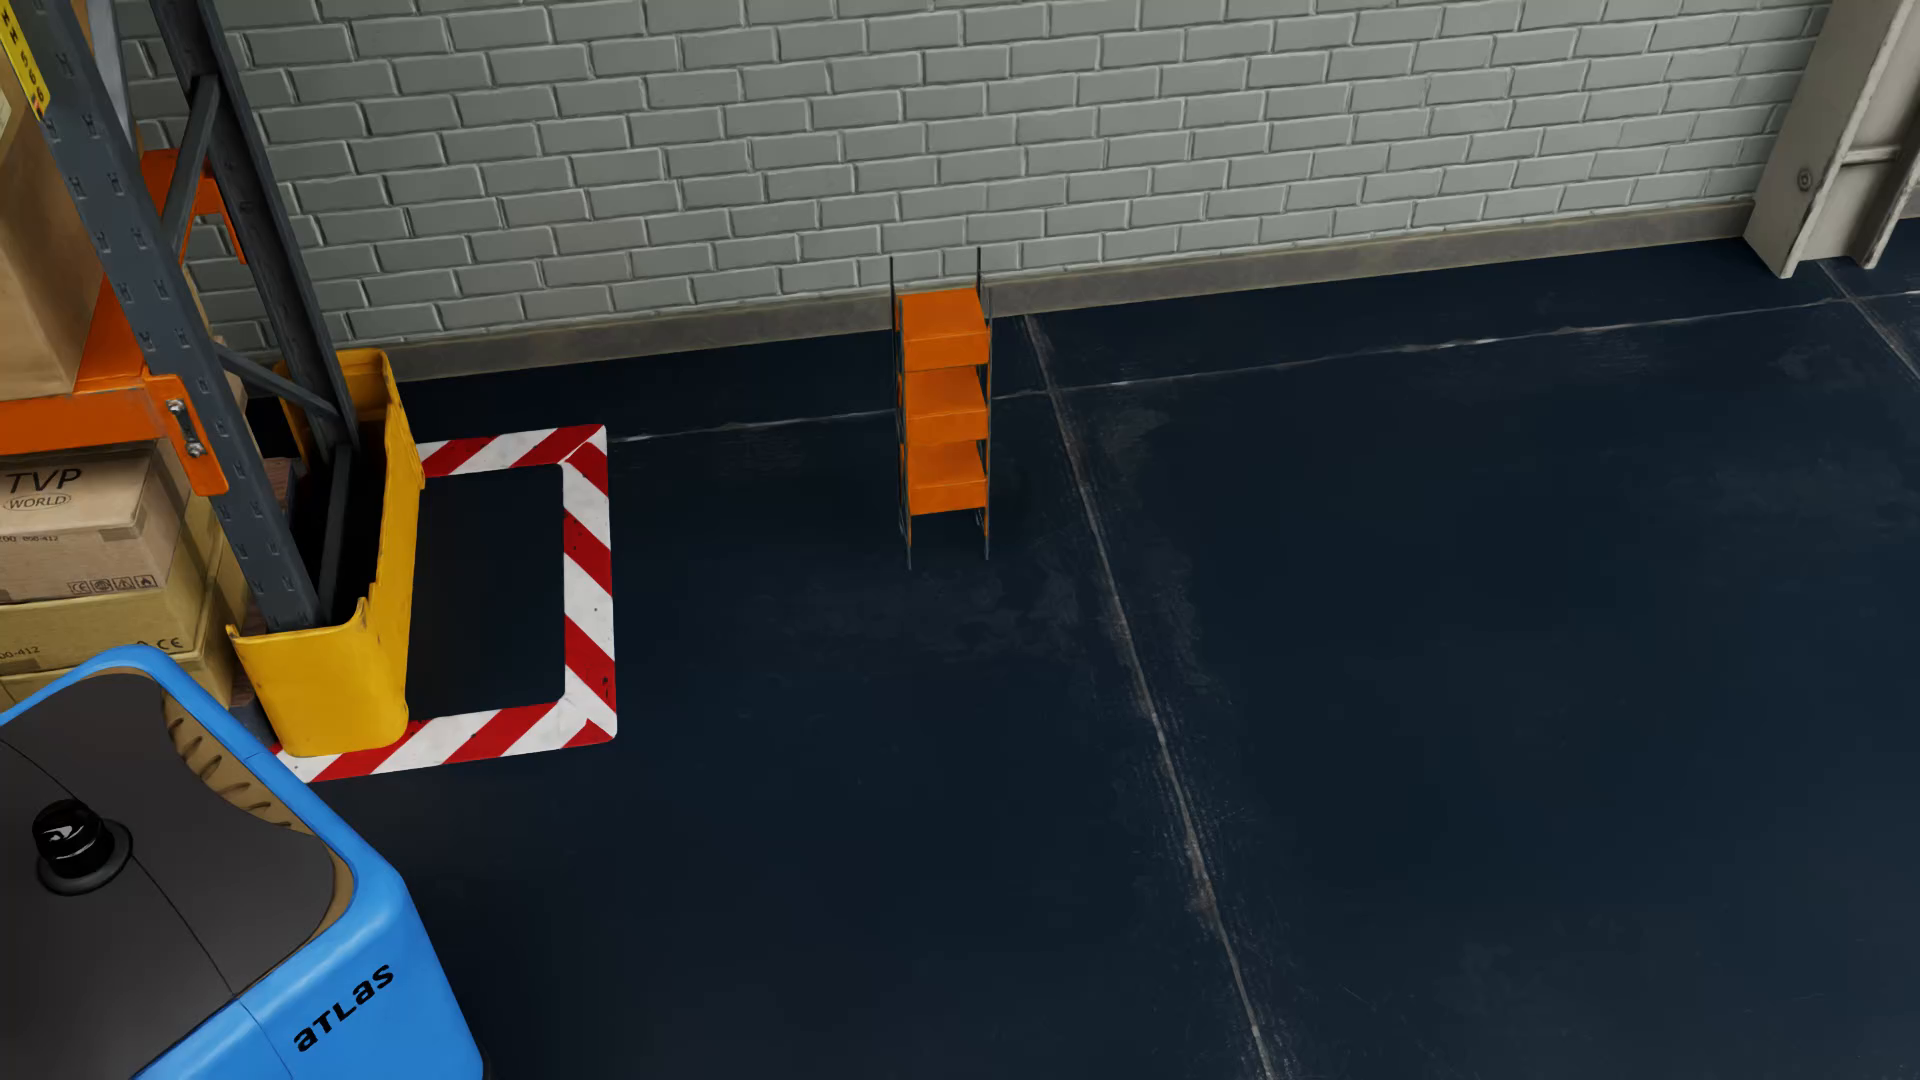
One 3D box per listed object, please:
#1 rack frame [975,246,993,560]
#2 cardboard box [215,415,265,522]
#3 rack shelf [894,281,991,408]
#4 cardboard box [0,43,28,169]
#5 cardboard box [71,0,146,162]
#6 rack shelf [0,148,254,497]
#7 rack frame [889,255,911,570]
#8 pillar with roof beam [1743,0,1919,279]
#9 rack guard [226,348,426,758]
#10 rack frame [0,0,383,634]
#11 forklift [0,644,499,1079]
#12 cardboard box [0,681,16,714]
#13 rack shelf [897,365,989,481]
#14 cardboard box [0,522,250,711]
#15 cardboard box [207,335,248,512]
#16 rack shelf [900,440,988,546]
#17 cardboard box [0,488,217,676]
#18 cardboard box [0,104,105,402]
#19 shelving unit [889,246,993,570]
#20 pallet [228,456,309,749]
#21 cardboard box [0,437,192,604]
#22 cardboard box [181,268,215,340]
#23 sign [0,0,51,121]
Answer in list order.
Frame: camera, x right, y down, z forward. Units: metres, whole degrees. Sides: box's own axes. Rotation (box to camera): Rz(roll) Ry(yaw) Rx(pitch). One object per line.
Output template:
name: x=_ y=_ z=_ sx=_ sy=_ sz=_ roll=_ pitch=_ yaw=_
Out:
rack frame: x=0.067 y=-0.373 z=4.880 sx=0.008 sy=1.050 sz=0.200 roll=-7 pitch=46 yaw=-7
cardboard box: x=-2.375 y=-0.125 z=4.906 sx=0.500 sy=0.250 sz=0.500 roll=-7 pitch=46 yaw=-7
rack shelf: x=-0.053 y=-0.547 z=4.669 sx=0.240 sy=0.259 sz=0.215 roll=-7 pitch=46 yaw=-7
cardboard box: x=-2.151 y=-0.874 z=3.489 sx=0.250 sy=0.149 sz=0.380 roll=-6 pitch=46 yaw=-6
cardboard box: x=-2.393 y=-1.026 z=4.086 sx=0.500 sy=0.500 sz=0.500 roll=-6 pitch=46 yaw=-5
rack shelf: x=-3.828 y=-0.360 z=4.013 sx=4.000 sy=0.370 sz=1.077 roll=-7 pitch=46 yaw=-7
rack frame: x=-0.173 y=-0.343 z=4.851 sx=0.008 sy=1.050 sz=0.200 roll=-7 pitch=46 yaw=-7
pillar with roof beam: x=3.949 y=-1.173 z=0.131 sx=0.400 sy=9.000 sz=9.100 roll=-7 pitch=46 yaw=-7
rack guard: x=-1.834 y=0.009 z=4.894 sx=0.348 sy=0.500 sz=1.175 roll=-7 pitch=46 yaw=-7
rack frame: x=-1.858 y=-0.855 z=3.991 sx=0.127 sy=3.000 sz=1.000 roll=-7 pitch=46 yaw=-7
forklift: x=-2.385 y=0.954 z=2.296 sx=1.130 sy=2.935 sz=3.031 roll=32 pitch=54 yaw=27
cardboard box: x=-2.758 y=0.289 z=4.506 sx=0.500 sy=0.250 sz=0.500 roll=-7 pitch=46 yaw=-7
rack shelf: x=-0.053 y=-0.350 z=4.873 sx=0.240 sy=0.259 sz=0.215 roll=-7 pitch=46 yaw=-7
cardboard box: x=-2.267 y=0.235 z=4.558 sx=0.500 sy=0.250 sz=0.500 roll=-7 pitch=46 yaw=-7
cardboard box: x=-2.356 y=-0.310 z=4.736 sx=0.500 sy=0.250 sz=0.500 roll=-6 pitch=46 yaw=-6
rack shelf: x=-0.053 y=-0.158 z=5.073 sx=0.240 sy=0.259 sz=0.215 roll=-7 pitch=46 yaw=-7
cardboard box: x=-2.284 y=0.061 z=4.379 sx=0.500 sy=0.250 sz=0.500 roll=-8 pitch=47 yaw=-7
cardboard box: x=-2.298 y=-0.643 z=3.717 sx=0.500 sy=0.500 sz=0.500 roll=-8 pitch=47 yaw=-8
shelving unit: x=-0.053 y=-0.358 z=4.866 sx=0.252 sy=1.050 sz=0.215 roll=-7 pitch=46 yaw=-7
pallet: x=-2.604 y=0.236 z=4.876 sx=1.213 sy=0.211 sz=1.003 roll=-7 pitch=46 yaw=-7
cardboard box: x=-2.258 y=-0.116 z=4.202 sx=0.500 sy=0.250 sz=0.500 roll=-6 pitch=46 yaw=-5
cardboard box: x=-2.363 y=-0.469 z=4.542 sx=0.500 sy=0.250 sz=0.500 roll=-8 pitch=47 yaw=-7
sign: x=-1.779 y=-0.952 z=3.116 sx=0.005 sy=0.325 sz=0.100 roll=-7 pitch=46 yaw=-7
